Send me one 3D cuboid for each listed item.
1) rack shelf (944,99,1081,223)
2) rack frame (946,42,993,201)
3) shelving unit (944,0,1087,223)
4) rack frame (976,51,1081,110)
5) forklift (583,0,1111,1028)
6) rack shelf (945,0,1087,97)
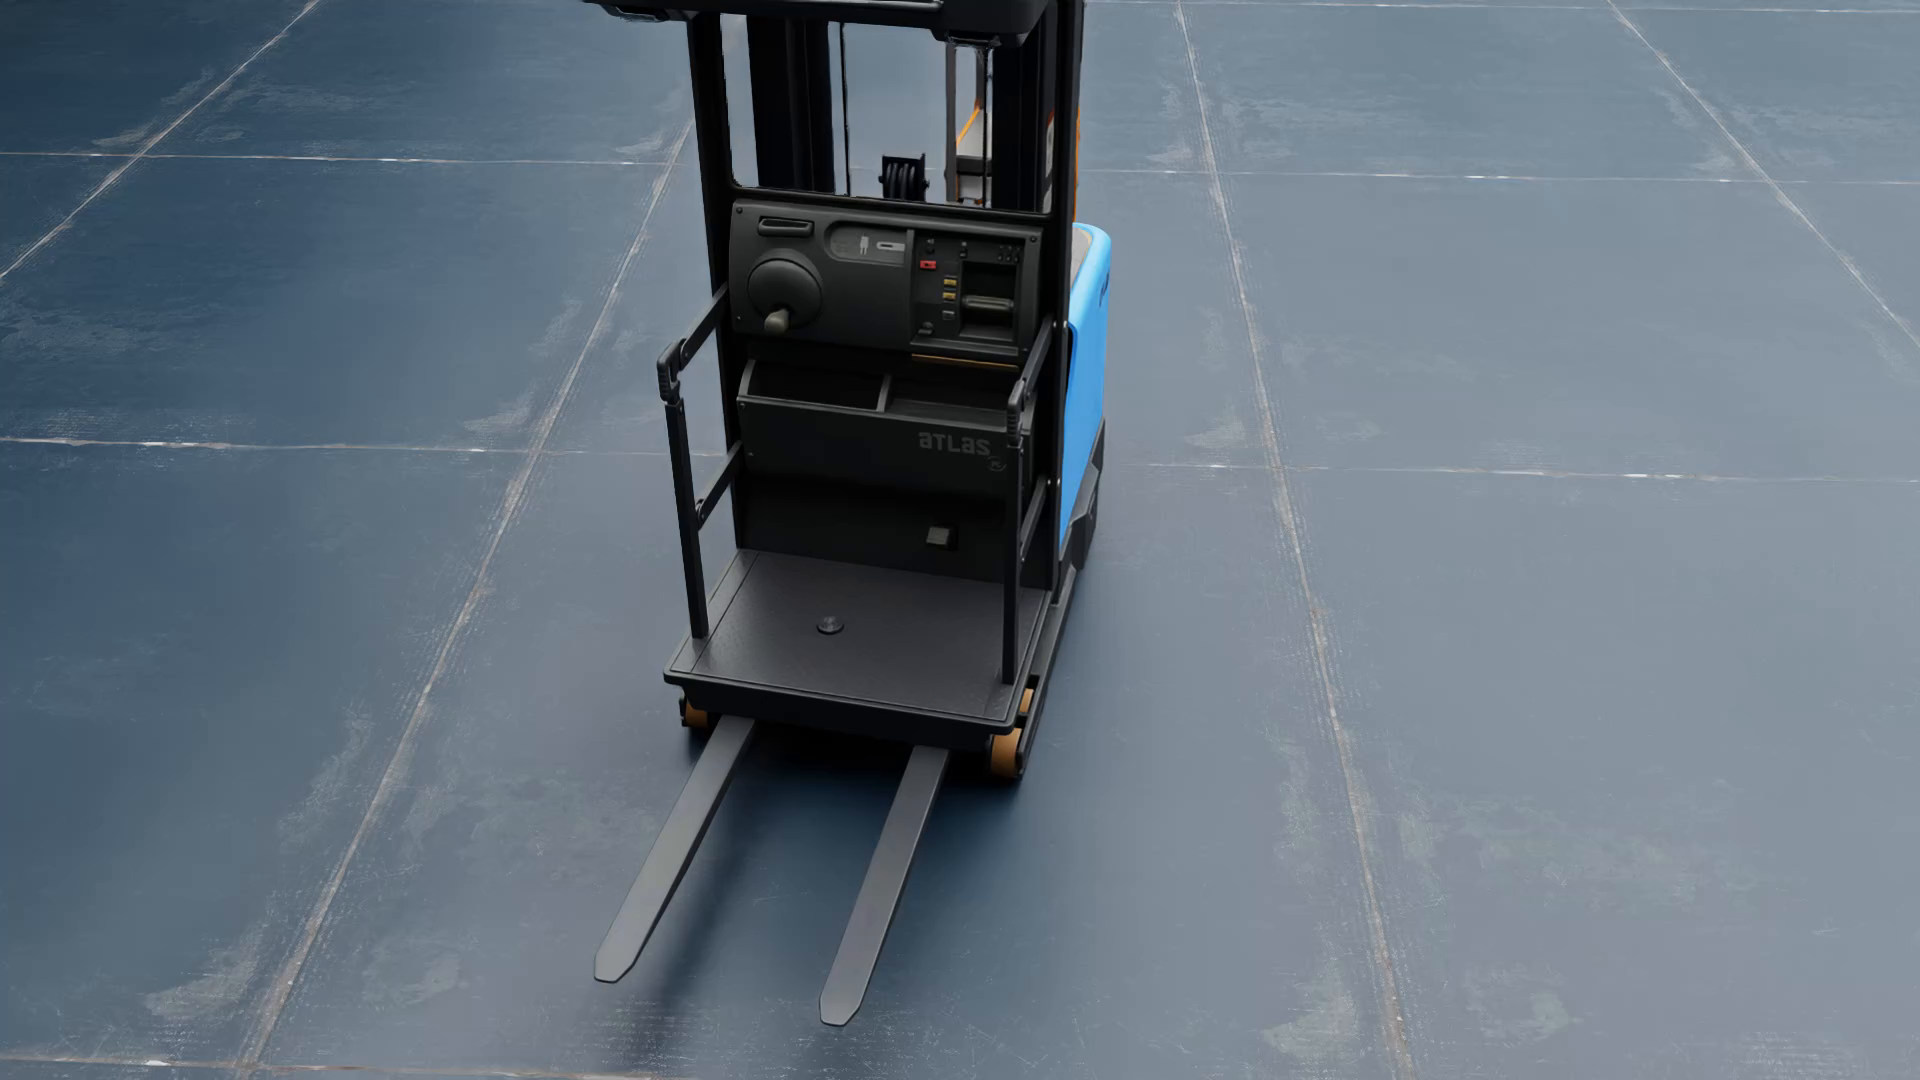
[{"bbox_3d":[0.204,-1.329,6.338,0.431,0.518,0.480,8,36,11],"label":"rack shelf"},{"bbox_3d":[0.149,-1.203,6.136,0.400,2.100,0.015,8,36,11],"label":"rack frame"},{"bbox_3d":[0.204,-1.340,6.330,0.431,2.100,0.503,8,36,11],"label":"shelving unit"},{"bbox_3d":[0.259,-1.477,6.525,0.400,2.100,0.015,8,36,11],"label":"rack frame"},{"bbox_3d":[-0.273,-0.697,4.692,1.130,2.935,3.031,8,36,11],"label":"forklift"},{"bbox_3d":[0.204,-1.902,5.936,0.431,0.518,0.480,8,36,11],"label":"rack shelf"}]
